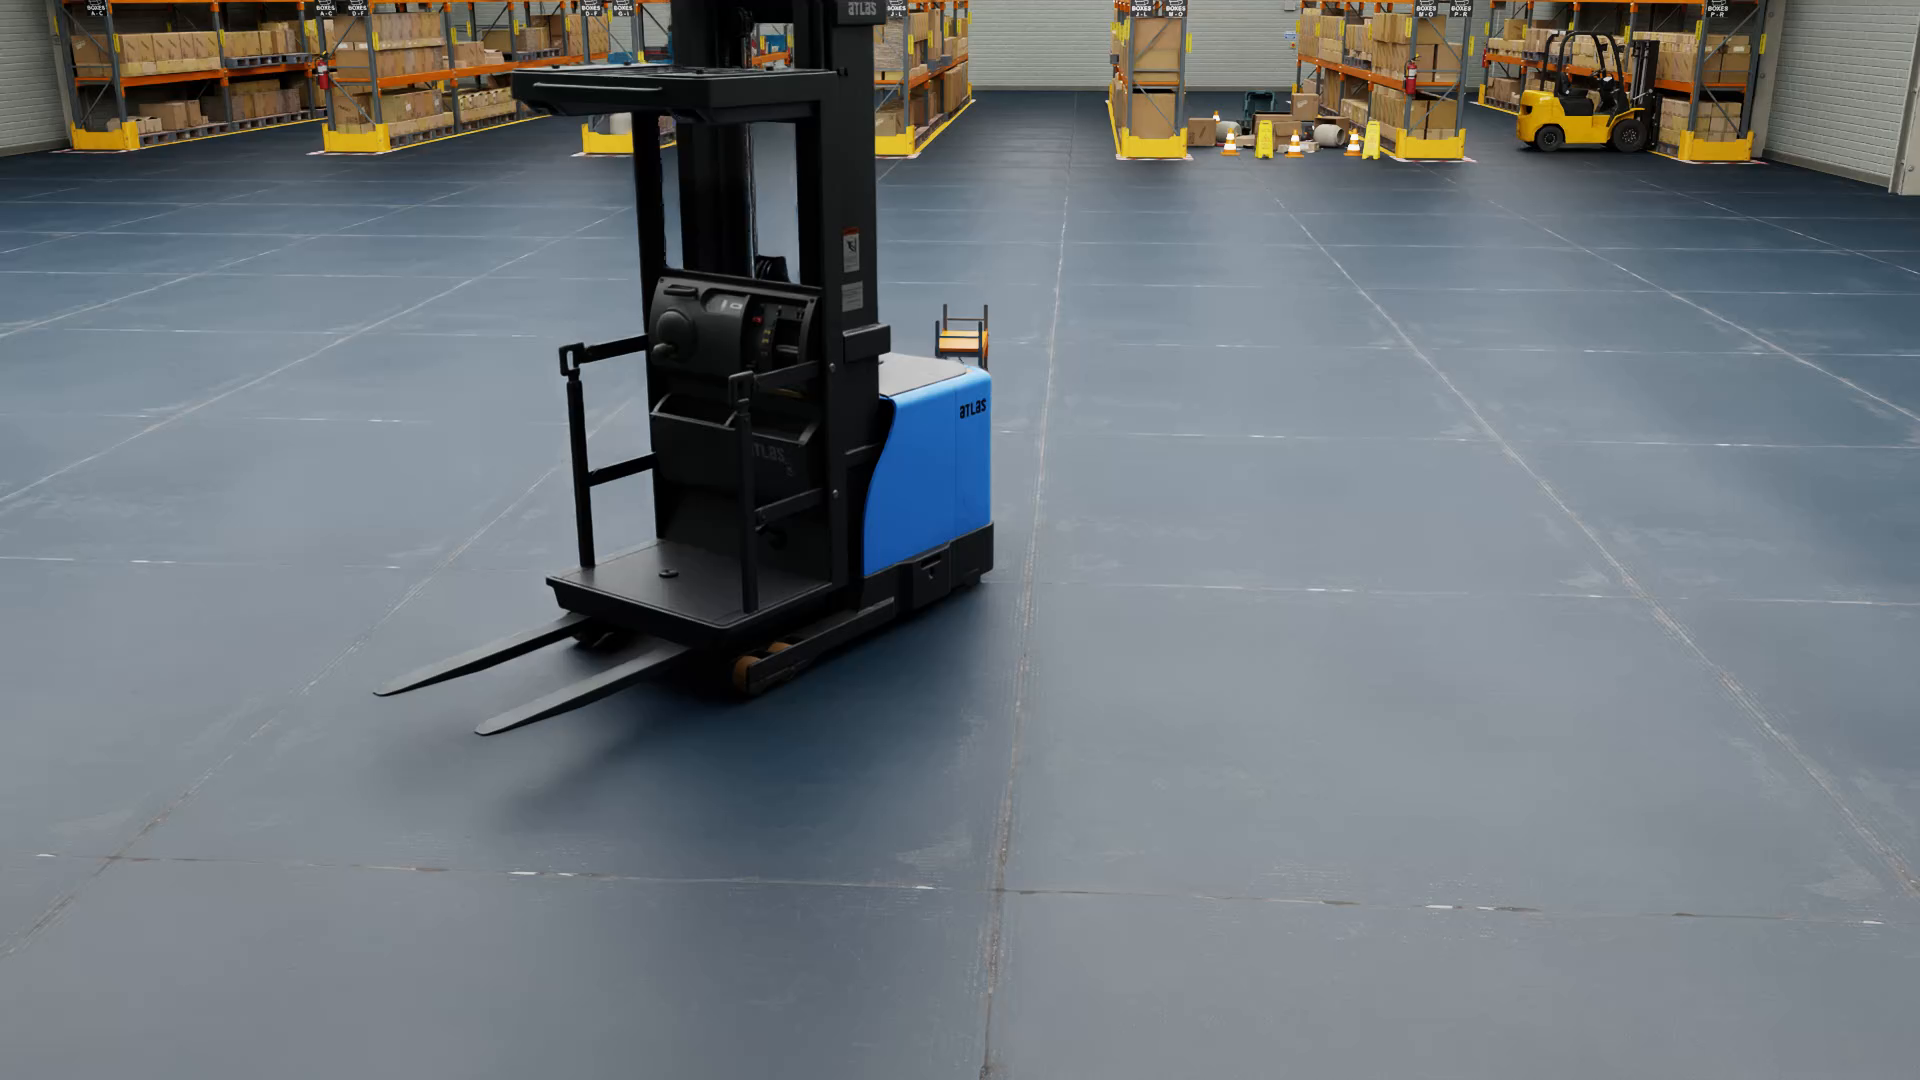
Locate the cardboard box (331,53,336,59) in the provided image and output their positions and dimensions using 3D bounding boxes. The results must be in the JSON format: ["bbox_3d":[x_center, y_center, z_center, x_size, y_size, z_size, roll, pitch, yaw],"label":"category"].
[{"bbox_3d":[-15.362,-11.731,40.277,0.380,0.149,0.250,2,18,5],"label":"cardboard box"}]

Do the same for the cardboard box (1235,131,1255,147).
[{"bbox_3d":[5.508,-7.753,32.157,0.396,0.266,0.258,4,19,13],"label":"cardboard box"}]

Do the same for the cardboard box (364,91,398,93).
[{"bbox_3d":[-11.478,-8.638,33.004,0.500,0.500,0.500,1,18,4],"label":"cardboard box"}]

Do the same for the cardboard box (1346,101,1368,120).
[{"bbox_3d":[8.930,-9.336,36.145,0.950,0.372,0.625,1,18,3],"label":"cardboard box"}]

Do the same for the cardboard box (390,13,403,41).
[{"bbox_3d":[-11.196,-9.894,32.058,0.700,0.500,0.500,1,18,4],"label":"cardboard box"}]

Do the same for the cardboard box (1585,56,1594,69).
[{"bbox_3d":[13.630,-10.161,35.356,0.500,0.250,0.500,1,18,2],"label":"cardboard box"}]

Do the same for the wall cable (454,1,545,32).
[{"bbox_3d":[-14.346,-16.952,51.192,3.097,2.526,0.112,1,18,4],"label":"wall cable"}]

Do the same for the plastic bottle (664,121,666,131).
[{"bbox_3d":[-5.894,-8.241,33.044,0.097,0.201,0.097,0,18,0],"label":"plastic bottle"}]

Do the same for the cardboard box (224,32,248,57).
[{"bbox_3d":[-15.850,-10.688,35.857,0.700,0.500,0.500,3,18,10],"label":"cardboard box"}]

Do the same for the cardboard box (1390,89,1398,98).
[{"bbox_3d":[8.229,-8.311,30.966,0.380,0.149,0.250,2,18,5],"label":"cardboard box"}]

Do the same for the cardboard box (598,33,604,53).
[{"bbox_3d":[-9.961,-13.460,45.022,0.500,0.500,0.500,1,18,4],"label":"cardboard box"}]

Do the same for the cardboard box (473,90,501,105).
[{"bbox_3d":[-10.602,-9.907,37.180,0.500,0.311,0.500,1,18,4],"label":"cardboard box"}]

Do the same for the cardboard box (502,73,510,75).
[{"bbox_3d":[-10.838,-11.242,40.520,0.500,0.250,0.500,1,18,3],"label":"cardboard box"}]

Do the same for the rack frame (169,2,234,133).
[{"bbox_3d":[-15.968,-10.101,34.932,1.000,3.000,0.127,1,18,4],"label":"rack frame"}]

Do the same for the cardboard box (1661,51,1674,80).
[{"bbox_3d":[13.259,-8.722,30.564,0.500,0.500,0.500,1,18,3],"label":"cardboard box"}]

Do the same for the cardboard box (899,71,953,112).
[{"bbox_3d":[-0.789,-10.415,38.629,1.225,0.875,0.875,0,18,1],"label":"cardboard box"}]

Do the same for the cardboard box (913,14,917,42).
[{"bbox_3d":[-1.079,-9.511,30.887,0.500,0.500,0.500,1,18,4],"label":"cardboard box"}]

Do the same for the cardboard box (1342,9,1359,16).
[{"bbox_3d":[9.593,-12.956,40.837,0.380,0.149,0.250,1,18,3],"label":"cardboard box"}]

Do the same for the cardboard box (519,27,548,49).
[{"bbox_3d":[-10.710,-12.581,41.666,0.700,0.500,0.500,-5,19,-15],"label":"cardboard box"}]

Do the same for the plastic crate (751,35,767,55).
[{"bbox_3d":[-5.199,-12.695,42.650,0.402,0.464,0.583,1,18,4],"label":"plastic crate"}]

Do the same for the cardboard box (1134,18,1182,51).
[{"bbox_3d":[3.572,-9.084,29.852,0.875,0.550,0.550,1,18,4],"label":"cardboard box"}]

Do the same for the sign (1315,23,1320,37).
[{"bbox_3d":[8.758,-12.494,40.717,0.100,0.325,0.005,1,18,4],"label":"sign"}]

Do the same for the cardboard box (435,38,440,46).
[{"bbox_3d":[-10.852,-10.181,33.975,0.380,0.149,0.250,1,18,3],"label":"cardboard box"}]

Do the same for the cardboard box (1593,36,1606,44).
[{"bbox_3d":[13.577,-10.543,35.079,0.380,0.149,0.250,2,18,5],"label":"cardboard box"}]

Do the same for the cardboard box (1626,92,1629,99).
[{"bbox_3d":[13.342,-8.663,32.680,0.500,0.250,0.500,1,18,3],"label":"cardboard box"}]

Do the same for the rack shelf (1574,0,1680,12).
[{"bbox_3d":[13.833,-11.143,34.451,1.077,0.370,4.000,1,18,4],"label":"rack shelf"}]

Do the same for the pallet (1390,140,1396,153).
[{"bbox_3d":[8.550,-7.256,30.727,1.003,0.211,1.213,1,18,4],"label":"pallet"}]

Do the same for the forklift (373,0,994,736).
[{"bbox_3d":[-1.107,-0.913,7.003,1.130,2.935,3.031,13,22,34],"label":"forklift"}]

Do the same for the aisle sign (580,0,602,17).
[{"bbox_3d":[-6.675,-9.857,30.013,0.394,0.787,0.004,1,18,4],"label":"aisle sign"}]

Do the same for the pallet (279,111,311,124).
[{"bbox_3d":[-15.739,-9.775,38.417,1.003,0.211,1.213,1,18,4],"label":"pallet"}]

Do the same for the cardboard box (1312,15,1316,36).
[{"bbox_3d":[9.115,-12.865,41.603,0.500,0.500,0.500,1,18,3],"label":"cardboard box"}]

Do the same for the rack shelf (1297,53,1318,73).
[{"bbox_3d":[9.455,-12.312,42.835,1.077,0.370,4.000,1,18,4],"label":"rack shelf"}]

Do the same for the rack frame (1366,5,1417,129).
[{"bbox_3d":[8.738,-9.548,33.245,1.000,3.000,0.127,1,18,4],"label":"rack frame"}]

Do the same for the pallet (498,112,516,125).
[{"bbox_3d":[-10.838,-9.654,38.046,1.003,0.211,1.213,1,18,4],"label":"pallet"}]

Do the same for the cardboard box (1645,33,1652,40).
[{"bbox_3d":[13.312,-9.603,31.732,0.380,0.149,0.250,2,18,5],"label":"cardboard box"}]

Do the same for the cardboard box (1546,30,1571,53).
[{"bbox_3d":[13.909,-11.440,38.180,0.797,0.503,0.637,1,18,3],"label":"cardboard box"}]

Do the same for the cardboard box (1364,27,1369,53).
[{"bbox_3d":[8.577,-10.239,34.041,0.500,0.500,0.500,1,18,4],"label":"cardboard box"}]

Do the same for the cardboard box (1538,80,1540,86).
[{"bbox_3d":[14.016,-10.884,39.621,0.380,0.149,0.250,1,18,3],"label":"cardboard box"}]

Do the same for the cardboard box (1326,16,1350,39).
[{"bbox_3d":[8.946,-12.111,39.299,0.500,0.500,0.500,1,18,3],"label":"cardboard box"}]

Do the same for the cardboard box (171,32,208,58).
[{"bbox_3d":[-15.724,-10.087,33.893,0.500,0.500,0.500,1,18,4],"label":"cardboard box"}]

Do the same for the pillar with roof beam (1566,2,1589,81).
[{"bbox_3d":[10.918,-15.066,40.450,9.100,9.000,0.400,1,18,4],"label":"pillar with roof beam"}]

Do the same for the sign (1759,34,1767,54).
[{"bbox_3d":[13.956,-8.631,28.928,0.100,0.325,0.005,1,18,4],"label":"sign"}]

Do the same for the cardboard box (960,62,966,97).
[{"bbox_3d":[-0.317,-12.203,44.085,0.875,0.875,0.875,1,18,4],"label":"cardboard box"}]

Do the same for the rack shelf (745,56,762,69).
[{"bbox_3d":[-5.656,-11.401,40.056,1.077,0.370,4.000,1,18,4],"label":"rack shelf"}]

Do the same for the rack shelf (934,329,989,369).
[{"bbox_3d":[0.012,-0.995,8.771,0.258,0.148,0.480,1,18,4],"label":"rack shelf"}]

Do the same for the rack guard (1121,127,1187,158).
[{"bbox_3d":[3.505,-7.189,30.061,1.175,0.500,0.348,1,18,4],"label":"rack guard"}]

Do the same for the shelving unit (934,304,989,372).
[{"bbox_3d":[0.012,-0.622,8.893,0.258,1.200,0.503,1,18,4],"label":"shelving unit"}]

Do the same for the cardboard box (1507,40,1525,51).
[{"bbox_3d":[14.126,-12.467,41.917,0.500,0.250,0.500,1,18,4],"label":"cardboard box"}]

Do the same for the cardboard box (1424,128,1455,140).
[{"bbox_3d":[8.785,-7.443,30.562,0.500,0.250,0.500,1,18,3],"label":"cardboard box"}]

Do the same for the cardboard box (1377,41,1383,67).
[{"bbox_3d":[8.416,-9.450,32.307,0.500,0.500,0.500,1,18,4],"label":"cardboard box"}]
